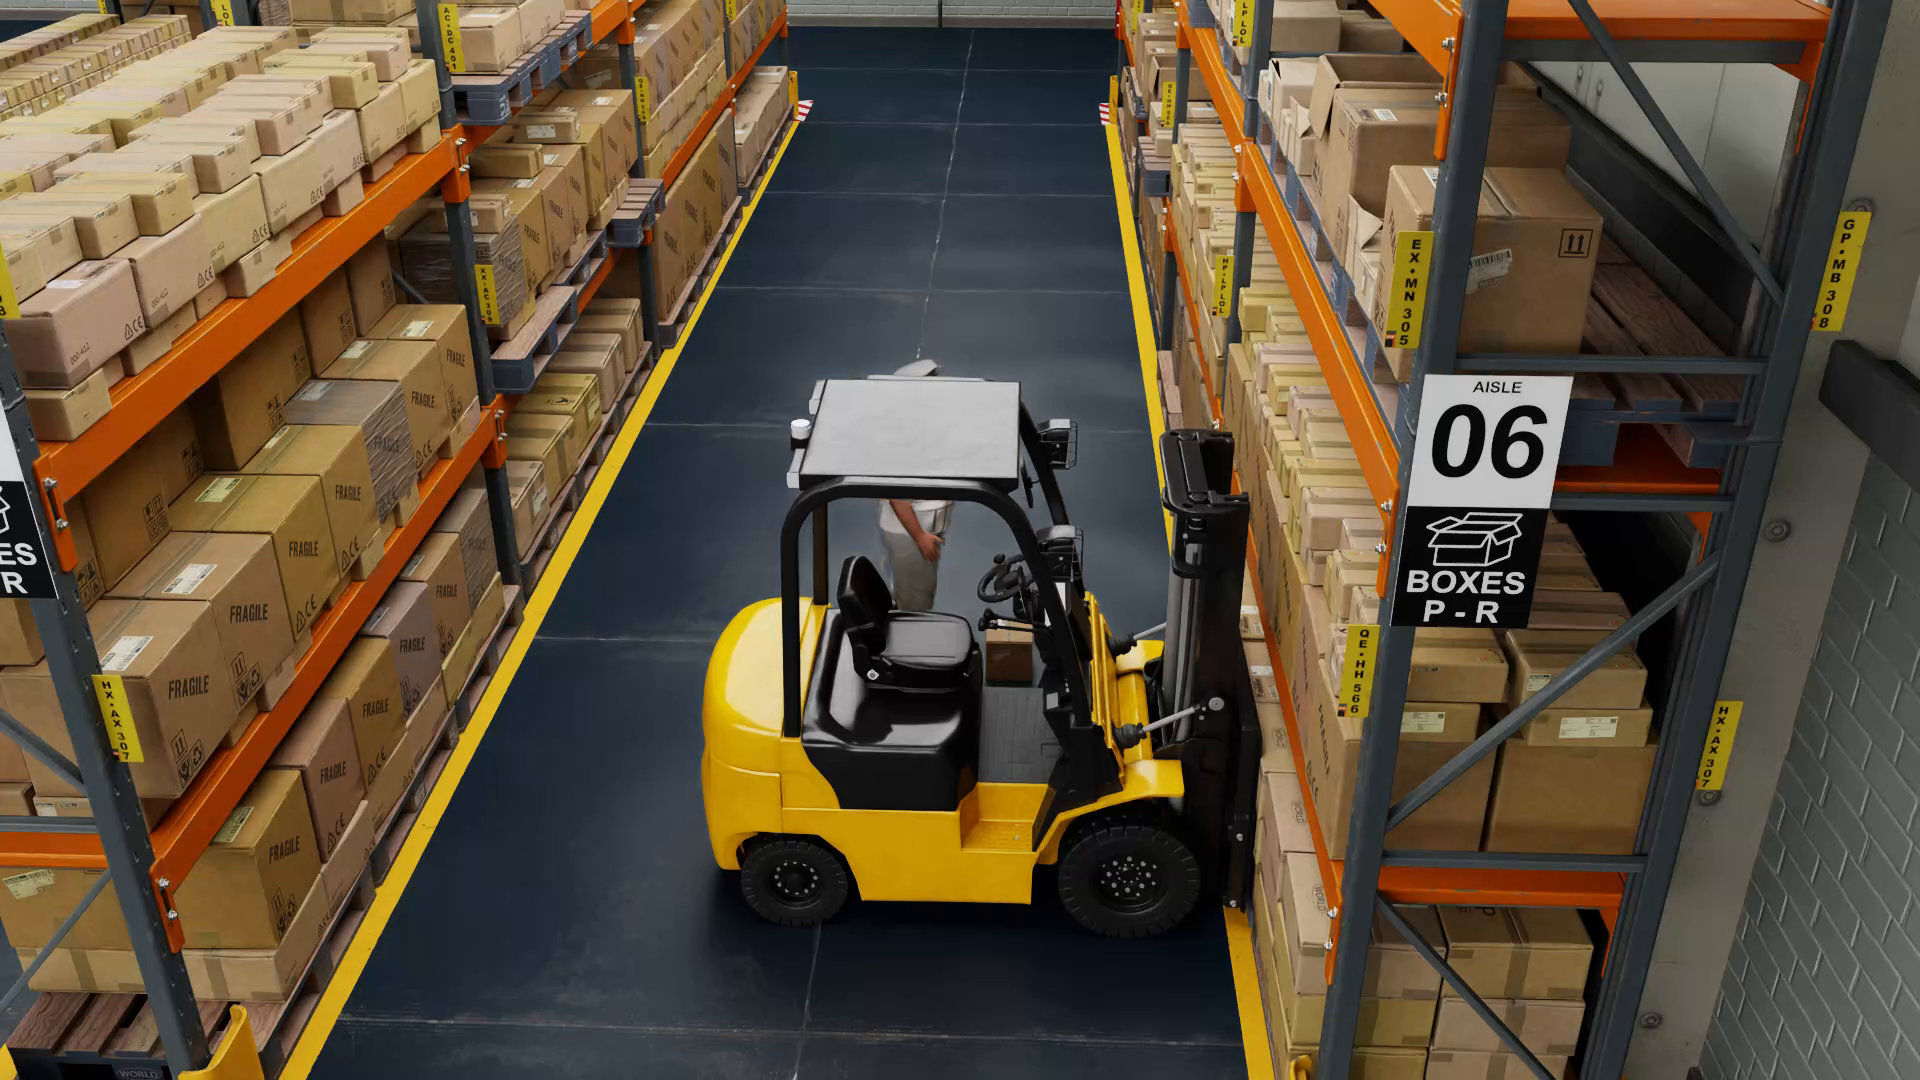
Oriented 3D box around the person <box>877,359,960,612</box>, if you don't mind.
[{"bbox_3d":[-0.132,-0.062,8.749,0.606,1.798,0.739,-1,28,-2],"label":"person"}]
